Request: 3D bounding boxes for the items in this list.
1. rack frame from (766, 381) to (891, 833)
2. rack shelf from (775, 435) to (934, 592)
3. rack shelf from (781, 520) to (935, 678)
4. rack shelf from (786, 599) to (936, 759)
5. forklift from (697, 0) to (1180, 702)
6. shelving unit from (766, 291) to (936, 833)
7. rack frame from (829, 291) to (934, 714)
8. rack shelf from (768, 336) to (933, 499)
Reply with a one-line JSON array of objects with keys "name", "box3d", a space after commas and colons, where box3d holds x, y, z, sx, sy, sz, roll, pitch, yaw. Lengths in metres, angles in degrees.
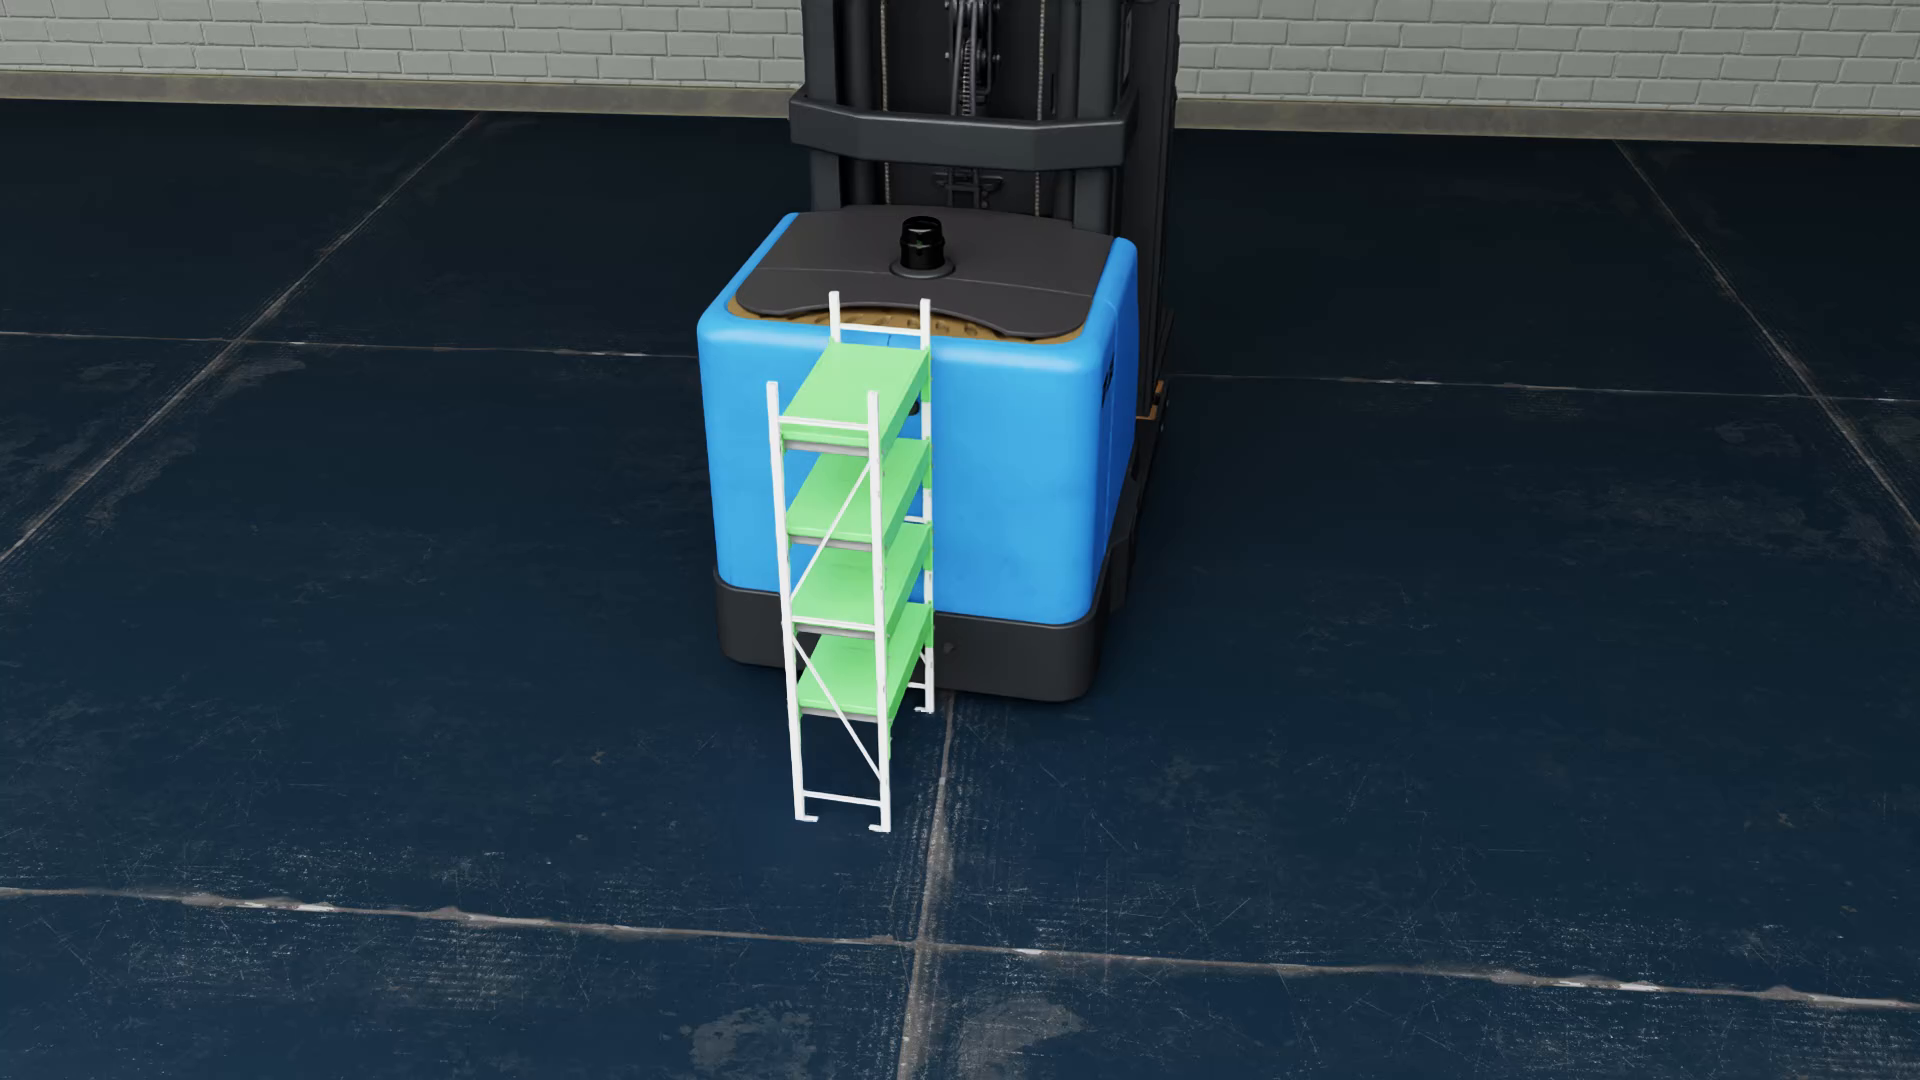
[{"name": "rack frame", "box3d": [-0.288, 0.192, 3.794, 0.240, 1.200, 0.015, 6, 32, 10]}, {"name": "rack shelf", "box3d": [-0.238, -0.083, 3.905, 0.258, 0.148, 0.480, 6, 32, 10]}, {"name": "rack shelf", "box3d": [-0.238, 0.121, 4.031, 0.258, 0.148, 0.480, 6, 32, 10]}, {"name": "rack shelf", "box3d": [-0.238, 0.326, 4.157, 0.258, 0.148, 0.480, 6, 32, 10]}, {"name": "forklift", "box3d": [0.133, -1.580, 5.020, 1.130, 2.935, 3.031, 6, 32, 10]}, {"name": "shelving unit", "box3d": [-0.238, 0.067, 3.998, 0.258, 1.200, 0.503, 6, 32, 10]}, {"name": "rack frame", "box3d": [-0.188, -0.058, 4.201, 0.240, 1.200, 0.015, 6, 32, 10]}, {"name": "rack shelf", "box3d": [-0.238, -0.287, 3.779, 0.258, 0.148, 0.480, 6, 32, 10]}]
